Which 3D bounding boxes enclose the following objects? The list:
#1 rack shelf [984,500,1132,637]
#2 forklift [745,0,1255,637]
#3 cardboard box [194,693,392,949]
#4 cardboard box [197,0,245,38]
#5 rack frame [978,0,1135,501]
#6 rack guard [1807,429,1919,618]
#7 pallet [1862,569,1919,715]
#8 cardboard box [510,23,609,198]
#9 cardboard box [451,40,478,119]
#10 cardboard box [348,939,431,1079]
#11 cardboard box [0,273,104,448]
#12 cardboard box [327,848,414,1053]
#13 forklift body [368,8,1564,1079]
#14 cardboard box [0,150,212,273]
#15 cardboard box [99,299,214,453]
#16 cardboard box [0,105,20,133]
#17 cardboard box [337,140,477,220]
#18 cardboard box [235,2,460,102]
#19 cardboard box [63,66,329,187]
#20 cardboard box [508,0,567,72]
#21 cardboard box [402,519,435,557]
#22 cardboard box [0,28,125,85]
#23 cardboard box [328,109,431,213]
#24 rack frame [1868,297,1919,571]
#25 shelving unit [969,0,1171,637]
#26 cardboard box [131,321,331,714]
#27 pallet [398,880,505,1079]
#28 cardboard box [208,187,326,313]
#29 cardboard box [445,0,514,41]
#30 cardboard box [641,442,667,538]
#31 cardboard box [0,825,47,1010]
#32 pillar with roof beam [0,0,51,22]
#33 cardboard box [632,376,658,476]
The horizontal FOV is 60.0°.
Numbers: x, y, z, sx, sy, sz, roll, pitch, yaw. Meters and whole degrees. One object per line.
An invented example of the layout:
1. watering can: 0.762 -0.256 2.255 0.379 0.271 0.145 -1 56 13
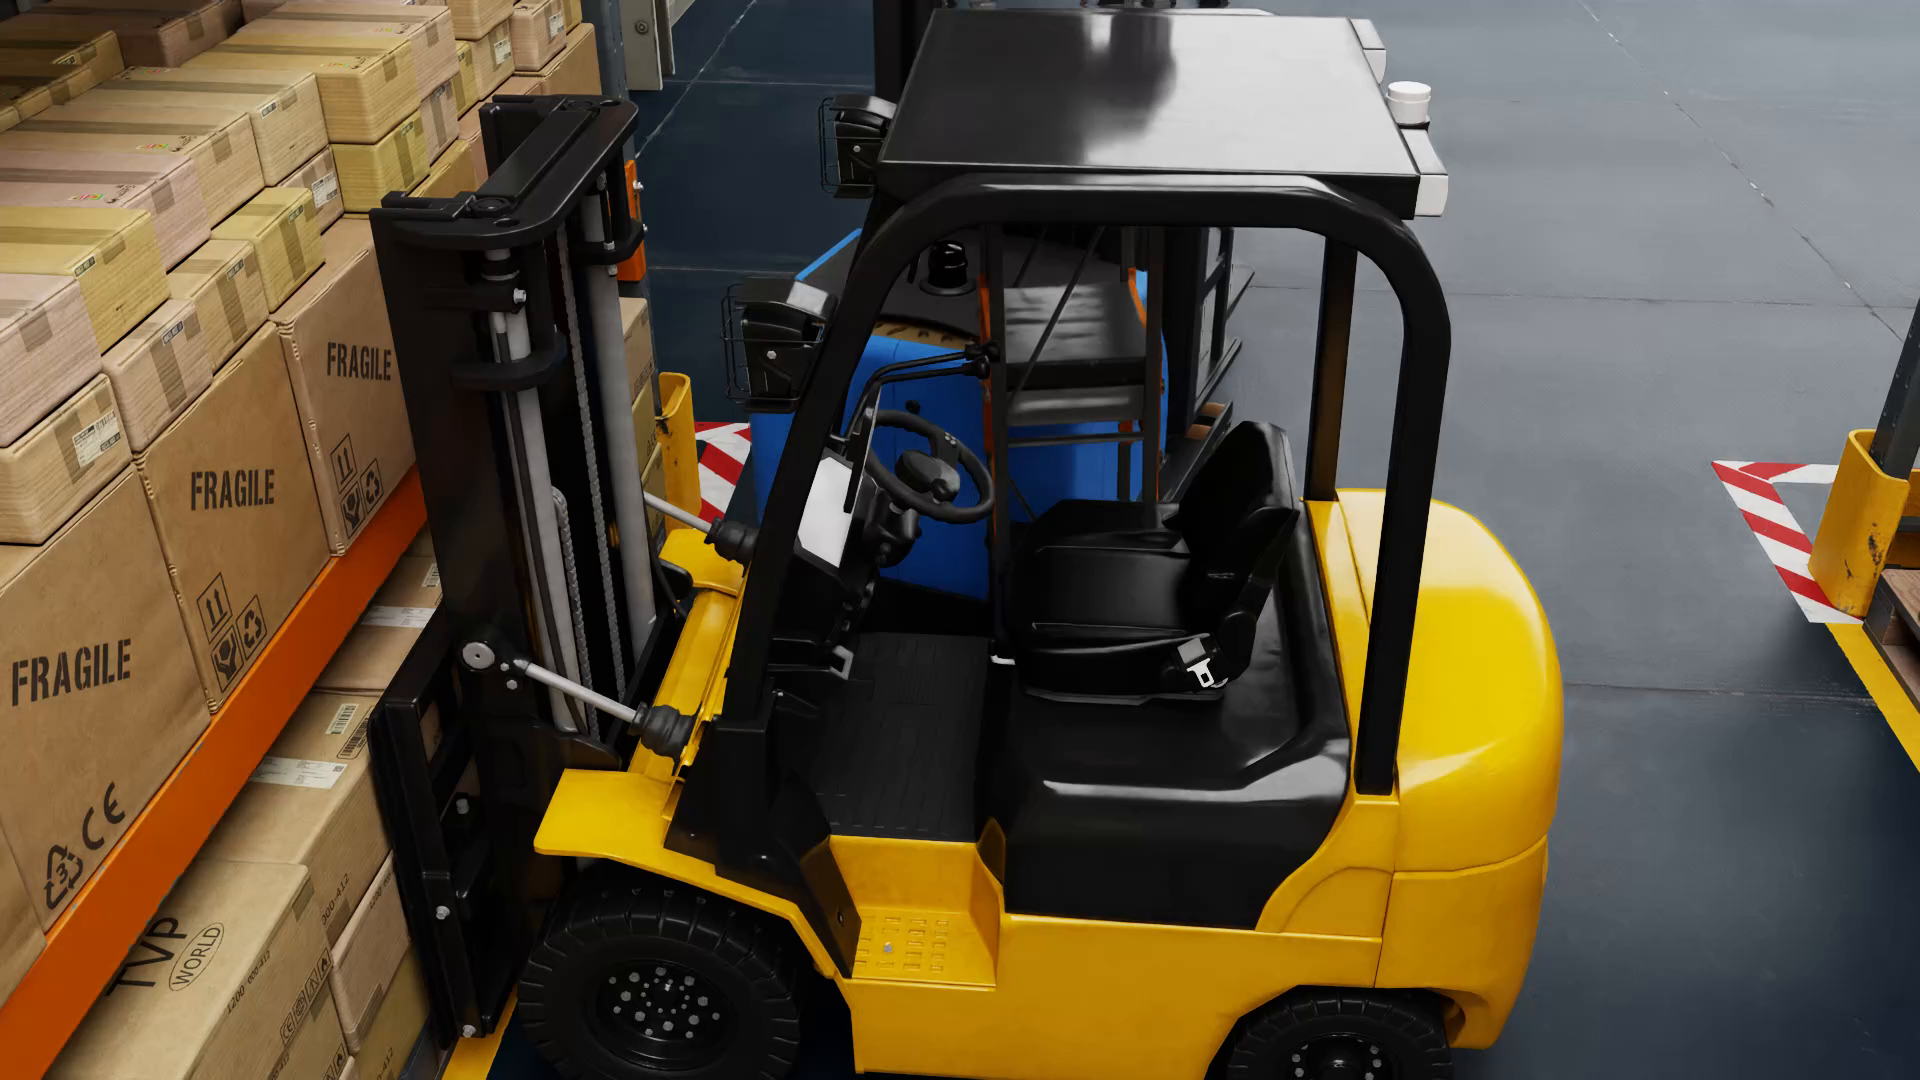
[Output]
1. rack shelf: 0.298 0.242 4.619 0.431 0.518 0.480 -3 31 -1
2. forklift: 0.393 -1.589 5.534 1.130 2.935 3.031 12 34 19
3. cardboard box: -1.408 0.544 3.276 0.500 0.250 0.500 3 32 6
4. cardboard box: -1.853 -1.223 3.878 0.380 0.149 0.250 3 32 4
5. rack frame: 0.262 -0.493 4.455 0.400 2.100 0.015 -3 31 -1
6. rack guard: 3.426 -0.033 5.327 1.175 0.500 0.348 2 32 4
7. pallet: 3.324 0.513 4.716 1.003 0.211 1.213 2 32 4
8. cardboard box: -1.294 -1.121 4.614 0.500 0.500 0.500 2 32 3
9. cardboard box: -1.369 -1.075 3.922 0.380 0.149 0.250 2 32 4
10. cardboard box: -1.420 0.962 3.550 0.500 0.250 0.500 3 32 5
11. cardboard box: -1.453 -0.259 2.314 0.380 0.149 0.250 3 32 5
12. cardboard box: -1.403 0.758 3.405 0.500 0.250 0.500 2 32 4
13. forklift body: 0.148 0.084 3.564 2.313 2.155 1.214 2 32 4
14. cardboard box: -1.494 -0.532 2.756 0.380 0.149 0.250 2 32 4
15. cardboard box: -1.423 -0.265 2.608 0.380 0.149 0.250 2 32 3
16. cardboard box: -1.928 -0.680 2.997 0.380 0.149 0.250 3 32 5
17. cardboard box: -1.387 -0.582 3.740 0.500 0.500 0.500 2 32 3
18. cardboard box: -1.323 -1.060 3.613 0.380 0.149 0.250 3 32 5
19. cardboard box: -1.454 -0.794 3.181 0.380 0.149 0.250 3 32 5
20. cardboard box: -1.256 -1.337 4.347 0.380 0.149 0.250 3 32 5
21. cardboard box: -1.309 0.005 4.150 0.500 0.250 0.500 3 32 5
22. cardboard box: -1.969 -0.951 3.437 0.380 0.149 0.250 2 32 3
23. cardboard box: -1.345 -0.800 3.476 0.380 0.149 0.250 3 32 4
24. rack frame: 3.432 -1.137 4.735 1.000 3.000 0.127 2 32 4
25. shelving unit: 0.271 -0.366 4.247 0.431 2.100 0.503 -3 31 -1
26. cardboard box: -1.479 -0.057 2.887 0.500 0.500 0.500 2 32 3
27. pallet: -1.638 0.878 4.124 1.003 0.211 1.213 2 32 4
28. cardboard box: -1.408 -0.537 3.049 0.380 0.149 0.250 2 32 3
29. cardboard box: -1.318 -1.328 4.048 0.380 0.149 0.250 3 32 5
30. cardboard box: -1.239 -0.096 5.267 0.500 0.250 0.500 3 32 4
31. cardboard box: -1.545 0.481 2.015 0.500 0.500 0.500 2 32 3
32. pillar with roof beam: 1.820 -3.391 2.676 9.100 9.000 0.400 2 32 4
33. cardboard box: -1.244 -0.300 5.122 0.500 0.250 0.500 2 32 3
